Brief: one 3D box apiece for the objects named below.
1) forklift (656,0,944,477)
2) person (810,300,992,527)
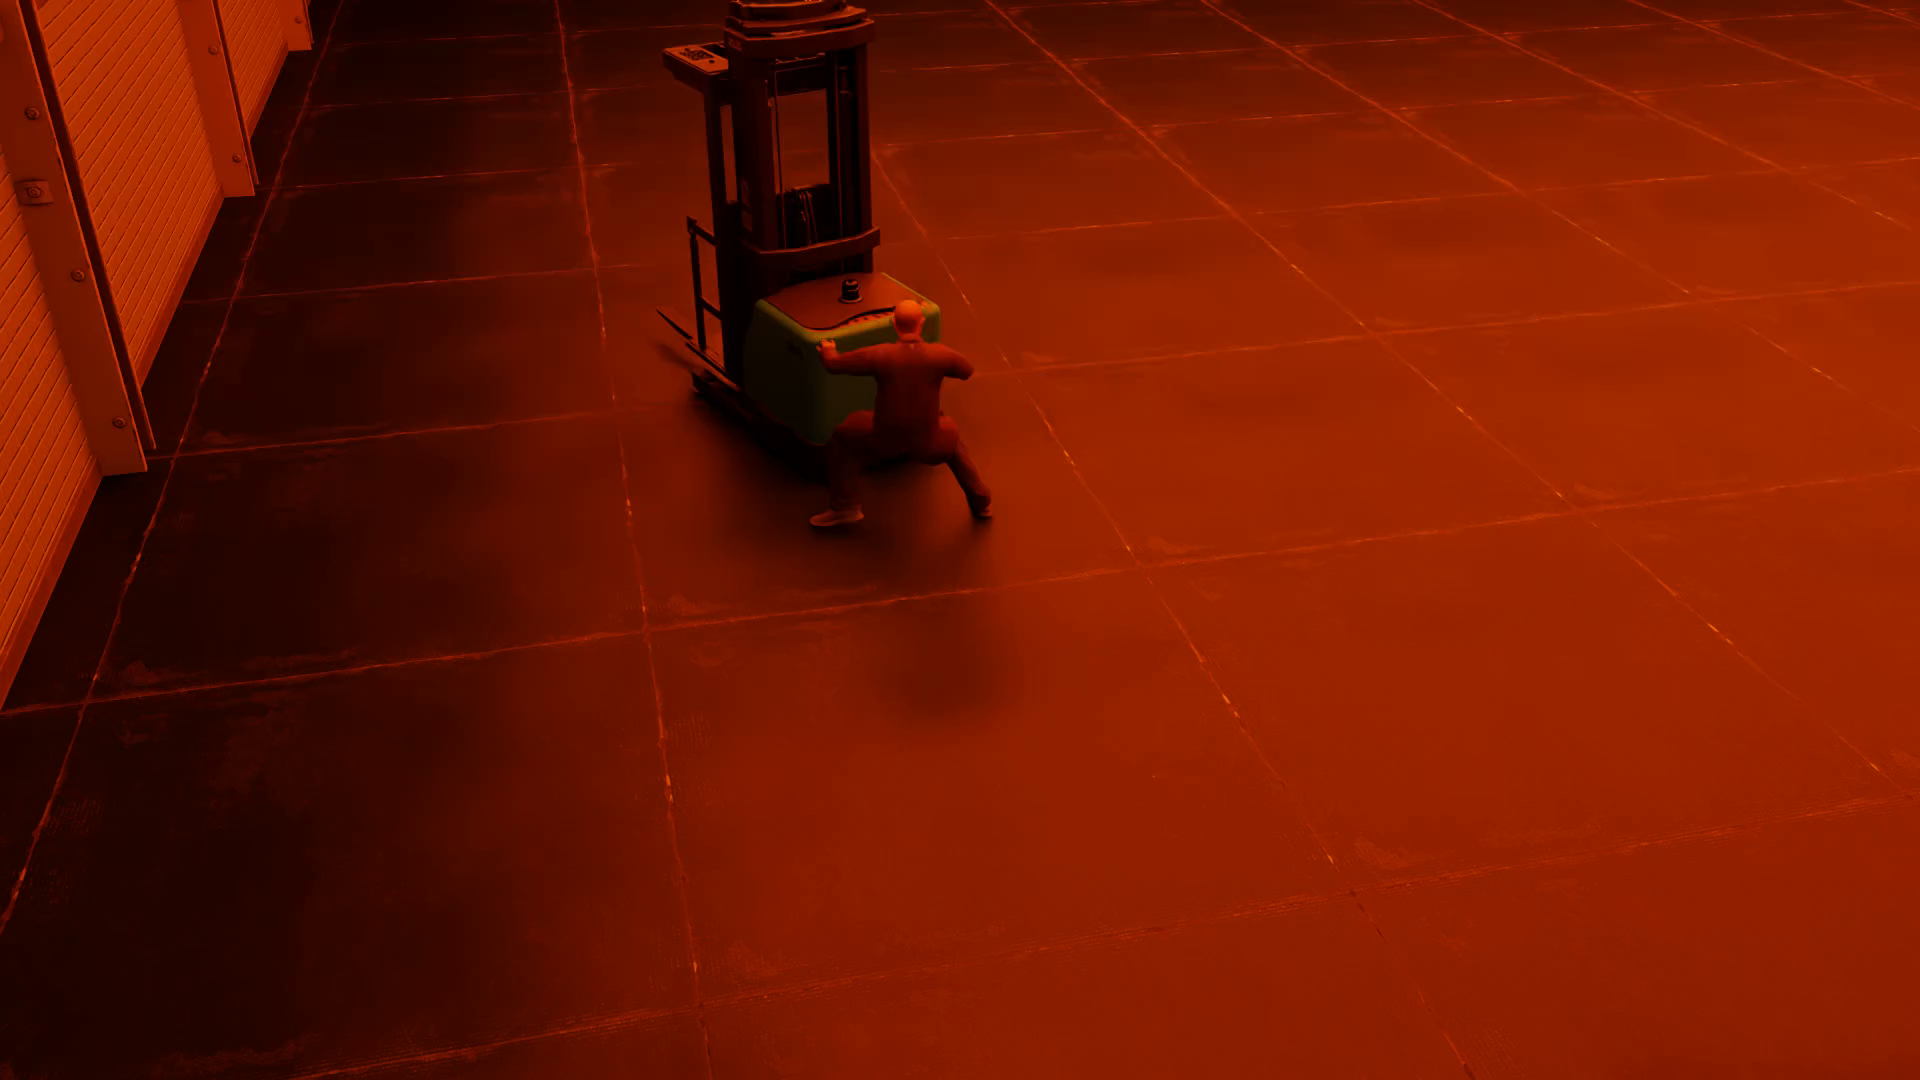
[{"bbox_3d":[-1.329,-2.384,11.693,1.130,2.935,3.031,-18,34,-28],"label":"forklift"},{"bbox_3d":[-0.377,-0.805,10.357,1.177,1.534,0.739,-2,30,-3],"label":"person"}]
